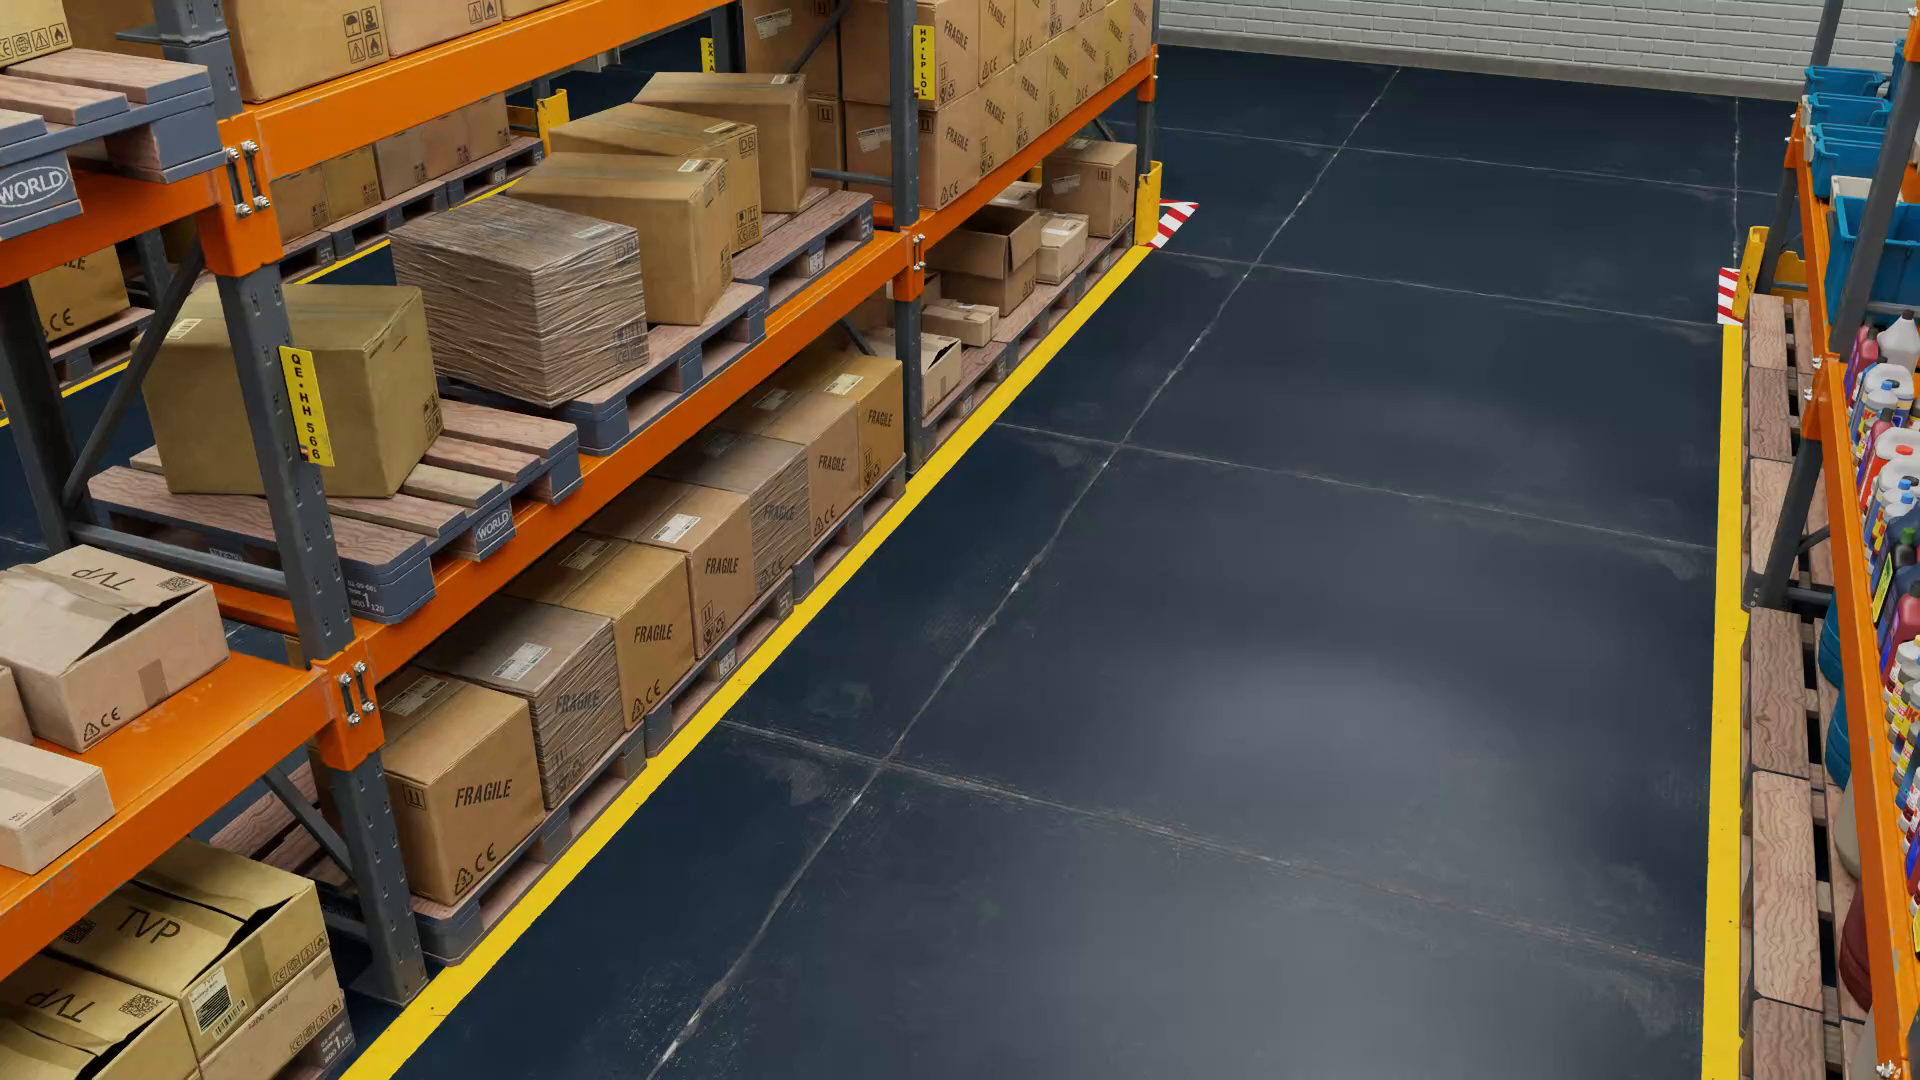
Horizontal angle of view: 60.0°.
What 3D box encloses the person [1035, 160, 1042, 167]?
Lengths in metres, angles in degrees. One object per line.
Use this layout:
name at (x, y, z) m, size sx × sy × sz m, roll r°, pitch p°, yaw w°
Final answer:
person at (0.573, -3.672, 12.631) m, size 0.488 × 1.835 × 0.536 m, roll 9°, pitch 31°, yaw 16°
